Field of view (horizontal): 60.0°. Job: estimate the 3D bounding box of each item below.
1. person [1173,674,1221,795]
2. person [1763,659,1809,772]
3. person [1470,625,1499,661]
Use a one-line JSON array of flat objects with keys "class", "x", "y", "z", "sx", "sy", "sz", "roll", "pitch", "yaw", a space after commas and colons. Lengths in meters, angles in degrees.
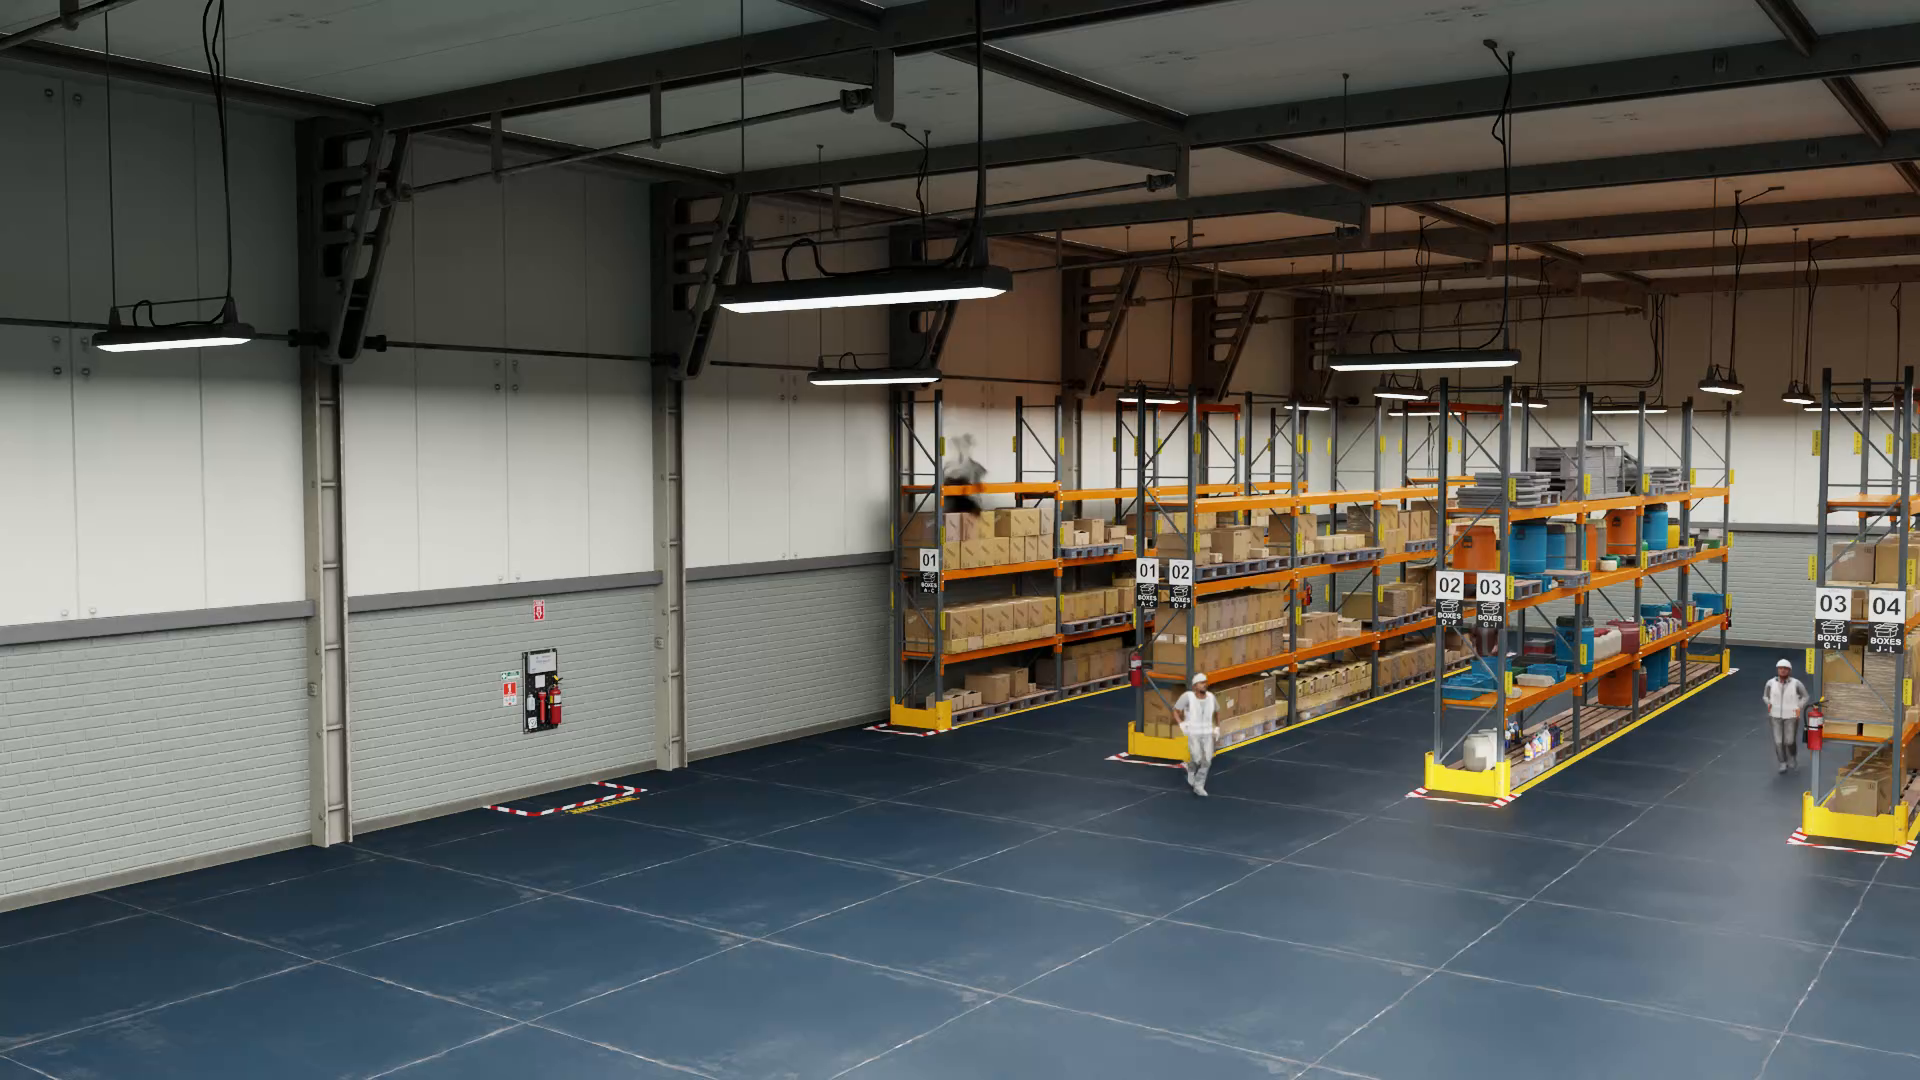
[{"class": "person", "x": 3.444, "y": 2.792, "z": 23.927, "sx": 0.716, "sy": 1.740, "sz": 0.540, "roll": -1, "pitch": 3, "yaw": -13}, {"class": "person", "x": 12.602, "y": 2.696, "z": 25.443, "sx": 0.635, "sy": 1.727, "sz": 0.564, "roll": 2, "pitch": 4, "yaw": 36}, {"class": "person", "x": 10.498, "y": 2.319, "z": 33.076, "sx": 0.712, "sy": 1.677, "sz": 0.735, "roll": 2, "pitch": 4, "yaw": 32}]
